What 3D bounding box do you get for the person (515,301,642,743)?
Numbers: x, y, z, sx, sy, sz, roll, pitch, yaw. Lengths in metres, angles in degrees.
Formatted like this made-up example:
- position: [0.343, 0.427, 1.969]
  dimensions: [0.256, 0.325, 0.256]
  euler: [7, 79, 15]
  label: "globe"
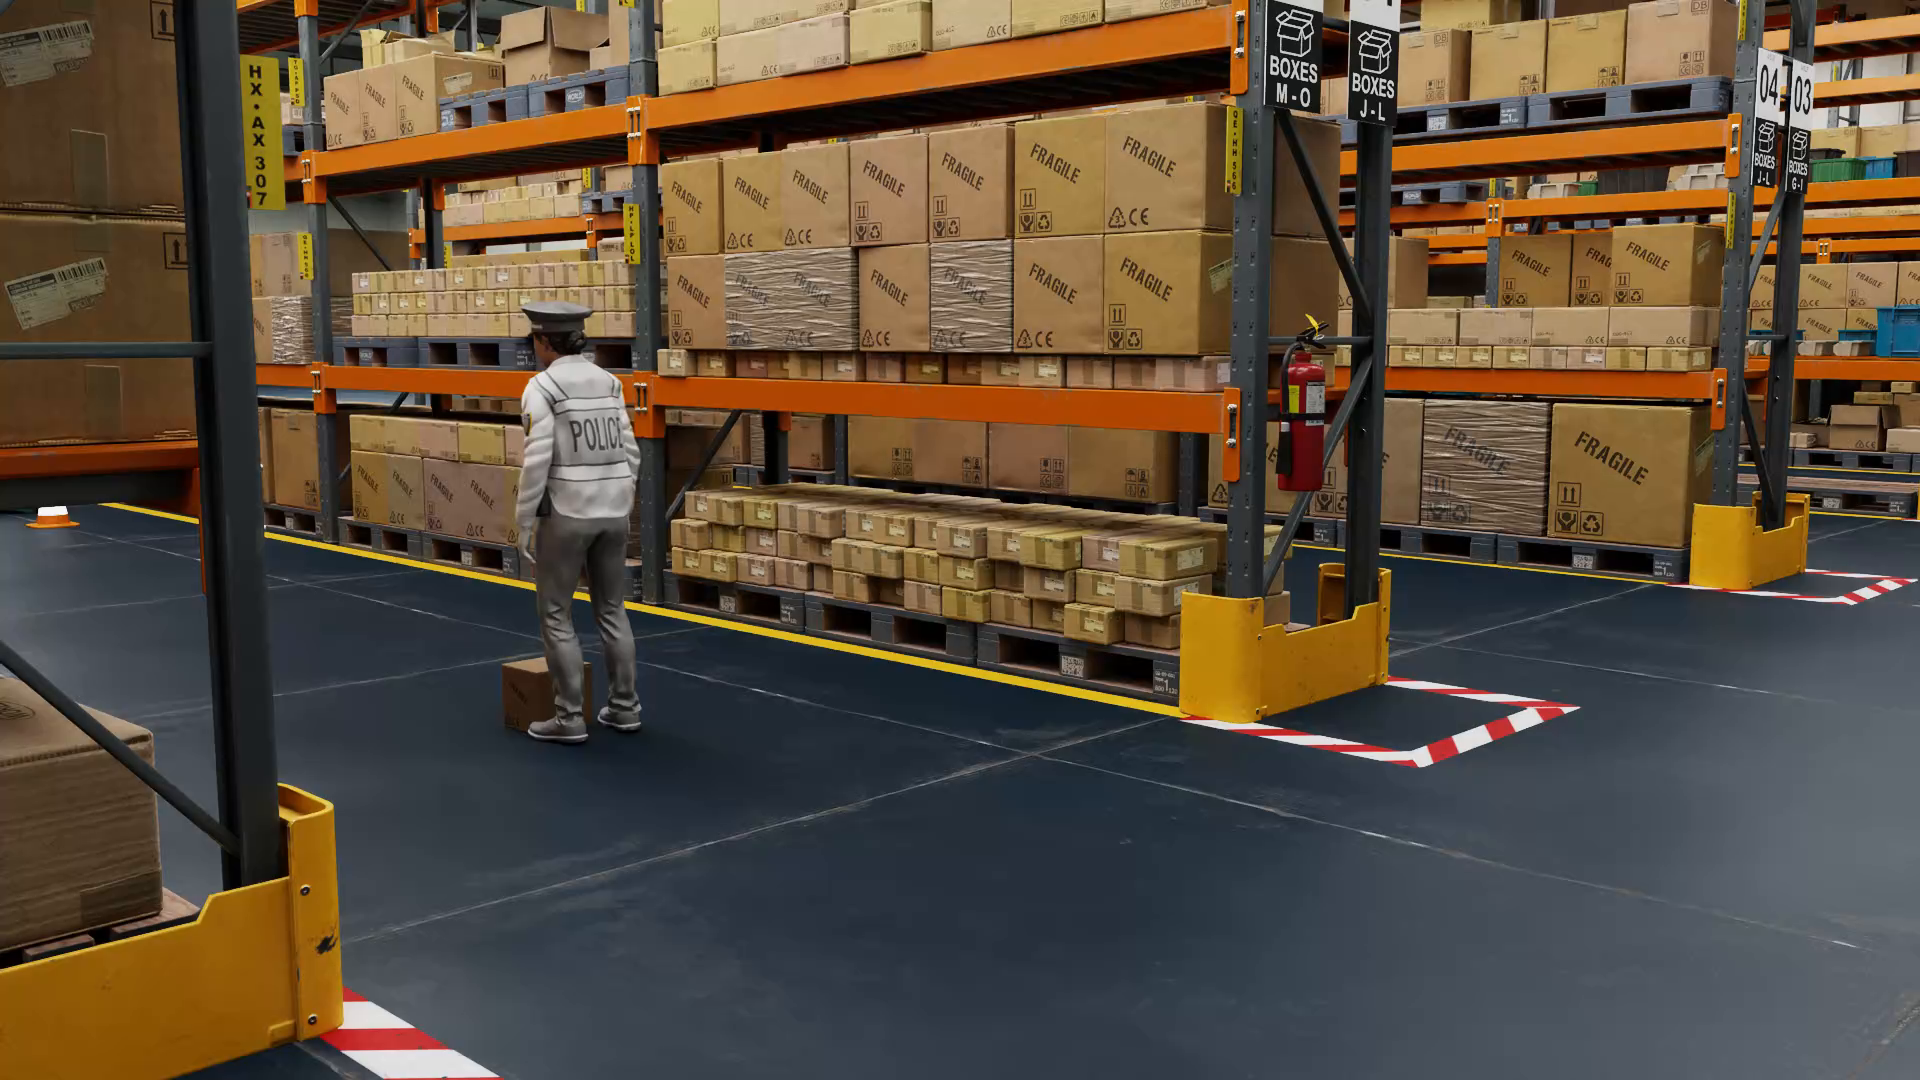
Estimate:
- position: [-1.449, -0.069, 6.305]
  dimensions: [0.375, 1.662, 0.542]
  euler: [6, 9, 40]
  label: "person"
